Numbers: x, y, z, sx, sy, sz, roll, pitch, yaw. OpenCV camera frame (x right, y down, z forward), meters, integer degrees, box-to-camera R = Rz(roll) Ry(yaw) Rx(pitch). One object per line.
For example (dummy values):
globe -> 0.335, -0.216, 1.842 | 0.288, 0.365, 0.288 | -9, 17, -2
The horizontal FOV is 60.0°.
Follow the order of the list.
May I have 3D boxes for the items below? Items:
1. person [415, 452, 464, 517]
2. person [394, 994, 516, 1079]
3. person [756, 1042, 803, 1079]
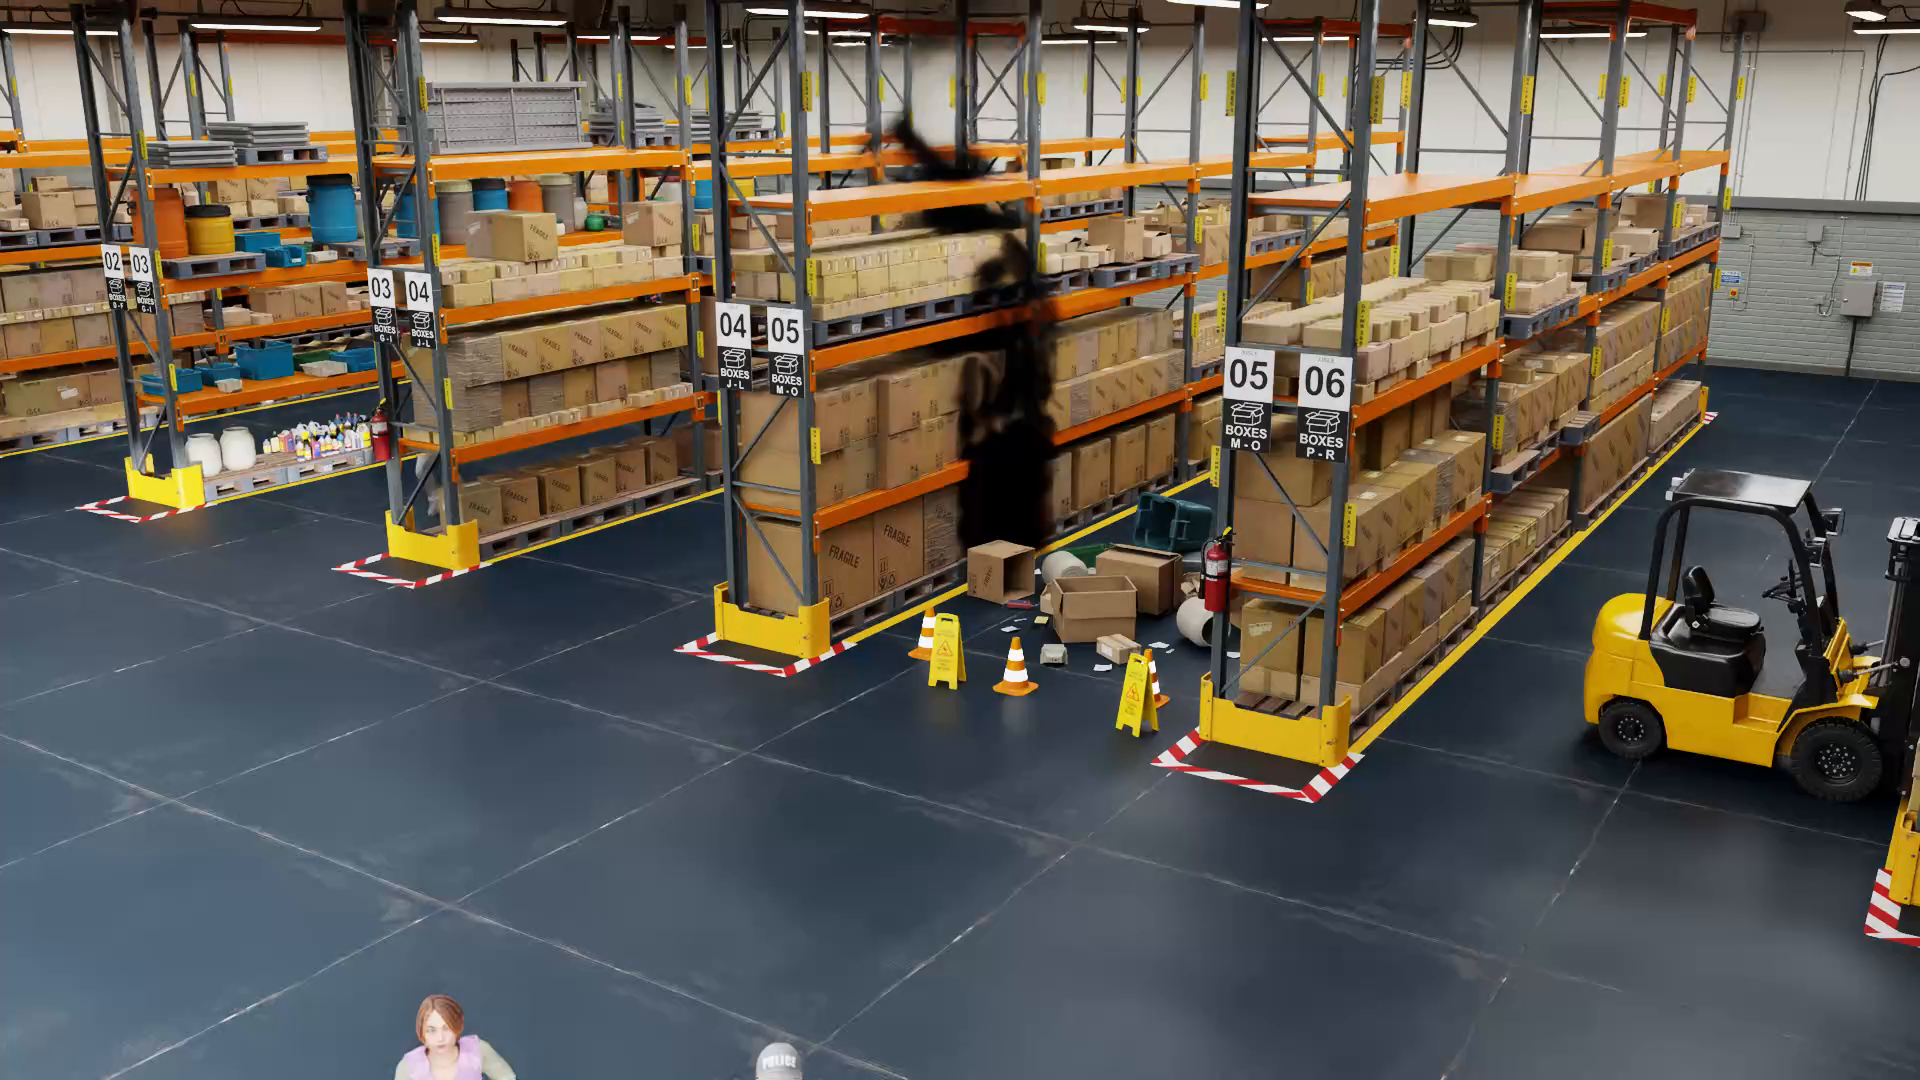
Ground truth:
person -> -6.308, -1.158, 20.113 | 0.671, 1.801, 0.728 | 7, 17, 24
person -> -2.084, 2.619, 6.879 | 0.526, 1.556, 0.536 | -4, 16, -15
person -> -0.678, 2.696, 6.436 | 0.602, 1.689, 0.780 | -1, 16, -4
